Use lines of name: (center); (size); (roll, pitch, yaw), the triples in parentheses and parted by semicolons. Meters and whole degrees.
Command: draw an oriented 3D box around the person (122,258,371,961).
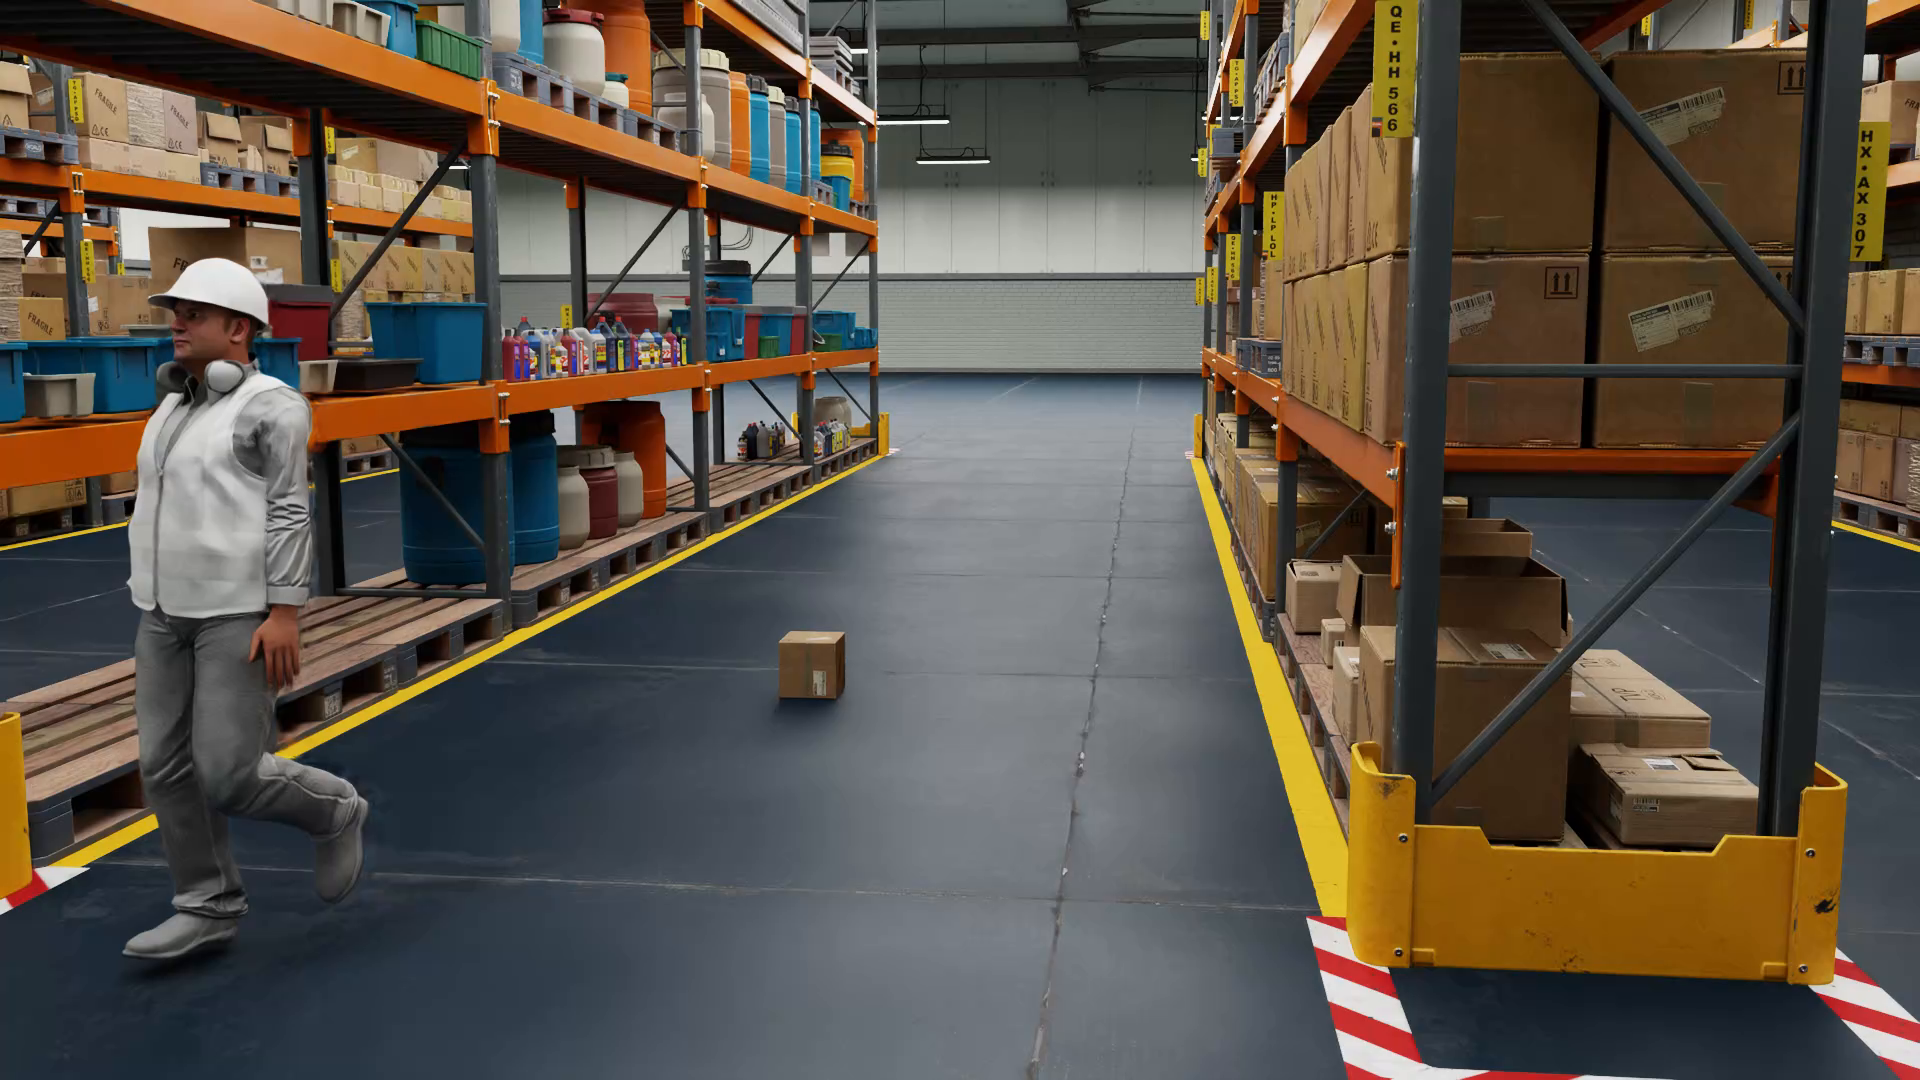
person: (-1.865, 0.167, 4.255); (0.551, 1.755, 0.627); (4, 8, 27)
